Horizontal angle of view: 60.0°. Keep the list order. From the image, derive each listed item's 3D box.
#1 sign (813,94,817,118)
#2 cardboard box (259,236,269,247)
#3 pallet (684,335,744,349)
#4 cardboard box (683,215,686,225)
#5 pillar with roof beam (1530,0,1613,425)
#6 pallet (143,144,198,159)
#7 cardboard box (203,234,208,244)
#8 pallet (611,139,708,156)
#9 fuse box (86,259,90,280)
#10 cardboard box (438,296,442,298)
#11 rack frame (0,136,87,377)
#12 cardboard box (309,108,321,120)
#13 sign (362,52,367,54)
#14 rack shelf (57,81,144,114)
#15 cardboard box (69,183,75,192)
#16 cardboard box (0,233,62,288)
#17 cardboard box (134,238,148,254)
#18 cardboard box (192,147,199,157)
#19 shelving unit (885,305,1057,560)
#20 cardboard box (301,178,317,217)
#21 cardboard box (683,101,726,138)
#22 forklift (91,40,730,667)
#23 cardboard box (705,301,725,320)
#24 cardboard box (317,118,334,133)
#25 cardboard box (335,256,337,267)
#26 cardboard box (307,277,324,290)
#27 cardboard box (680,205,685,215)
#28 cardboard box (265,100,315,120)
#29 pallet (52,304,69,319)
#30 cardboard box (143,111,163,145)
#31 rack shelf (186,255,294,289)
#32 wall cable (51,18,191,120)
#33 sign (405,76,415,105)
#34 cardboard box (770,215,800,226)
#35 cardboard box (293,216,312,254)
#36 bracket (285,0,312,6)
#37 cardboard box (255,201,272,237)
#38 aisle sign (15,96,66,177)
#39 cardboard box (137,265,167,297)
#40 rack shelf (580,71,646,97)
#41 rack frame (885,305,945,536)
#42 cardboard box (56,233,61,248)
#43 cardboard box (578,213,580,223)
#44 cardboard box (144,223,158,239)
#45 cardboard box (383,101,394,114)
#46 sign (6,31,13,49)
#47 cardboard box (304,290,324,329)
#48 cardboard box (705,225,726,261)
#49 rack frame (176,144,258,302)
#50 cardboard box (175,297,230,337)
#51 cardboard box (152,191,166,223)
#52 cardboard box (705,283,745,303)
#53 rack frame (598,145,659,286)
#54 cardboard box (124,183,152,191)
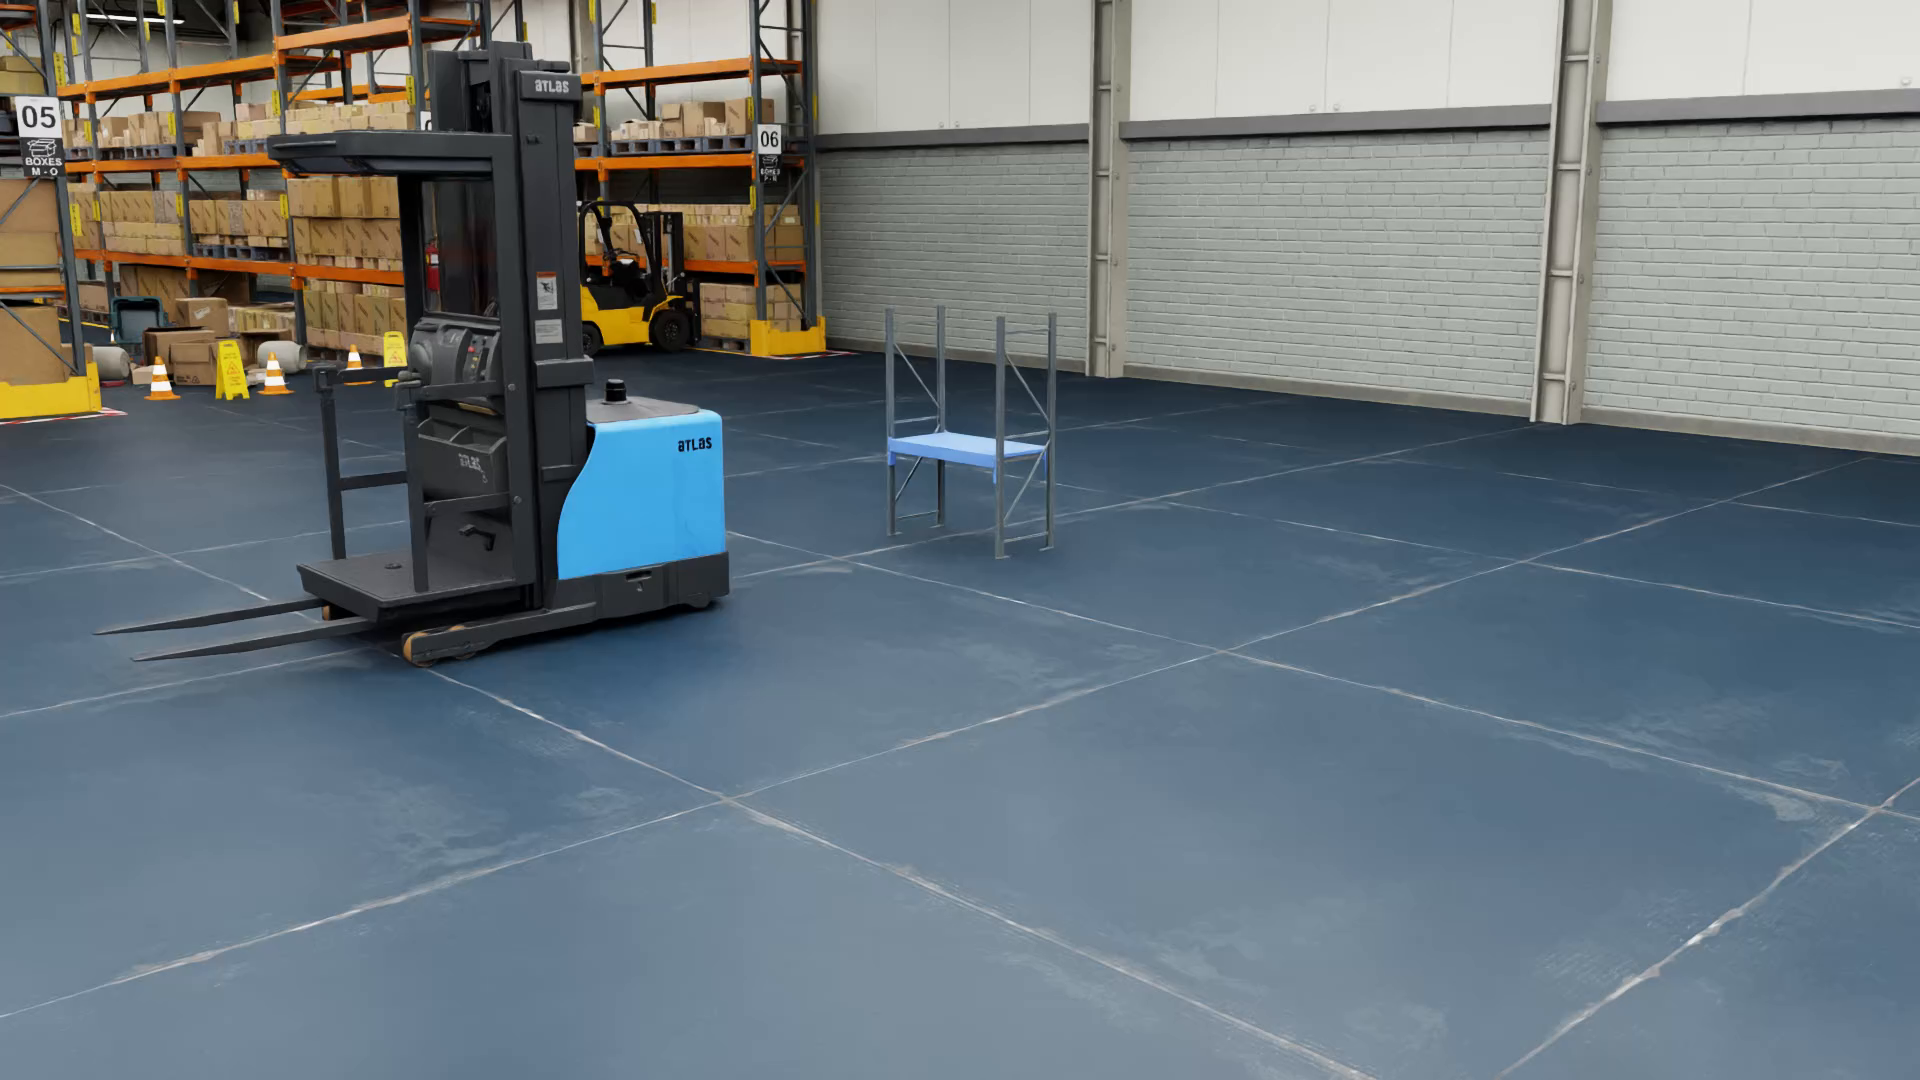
[{"bbox_3d":[-2.086,-6.191,23.731,0.100,0.325,0.005,-11,16,-43],"label":"sign"},{"bbox_3d":[-9.769,-4.263,23.750,0.380,0.149,0.250,-11,16,-43],"label":"cardboard box"},{"bbox_3d":[-3.888,-3.096,25.417,1.003,0.211,1.213,-11,16,-43],"label":"pallet"},{"bbox_3d":[-3.944,-4.789,24.869,0.380,0.149,0.250,-11,16,-43],"label":"cardboard box"},{"bbox_3d":[2.853,-4.993,12.844,9.100,9.000,0.400,-11,16,-43],"label":"pillar with roof beam"},{"bbox_3d":[-12.086,-6.117,26.202,1.213,0.211,1.003,-10,15,-40],"label":"pallet"},{"bbox_3d":[-11.342,-4.617,25.470,0.250,0.149,0.380,11,16,42],"label":"cardboard box"},{"bbox_3d":[-4.646,-6.067,25.712,1.003,0.211,1.213,-11,16,-43],"label":"pallet"},{"bbox_3d":[-19.419,-6.281,37.159,0.539,1.711,0.414,-11,16,-43],"label":"fuse box"},{"bbox_3d":[-6.453,-2.872,21.333,0.500,0.500,0.500,11,16,43],"label":"cardboard box"},{"bbox_3d":[-9.589,-2.782,16.979,1.000,3.000,0.127,-11,16,-43],"label":"rack frame"},{"bbox_3d":[-8.321,-5.599,21.869,0.380,0.149,0.250,-11,16,-43],"label":"cardboard box"},{"bbox_3d":[-11.183,-9.291,31.198,0.100,0.325,0.005,-11,16,-43],"label":"sign"},{"bbox_3d":[-15.747,-7.919,29.823,1.077,0.370,4.000,-11,16,-43],"label":"rack shelf"},{"bbox_3d":[-15.646,-6.290,29.674,0.380,0.149,0.250,-11,16,-44],"label":"cardboard box"},{"bbox_3d":[-9.878,-2.903,17.196,0.875,0.550,0.550,-11,16,-43],"label":"cardboard box"},{"bbox_3d":[-13.213,-4.836,27.324,0.500,0.250,0.500,-11,16,-43],"label":"cardboard box"},{"bbox_3d":[-11.509,-5.930,25.450,0.380,0.149,0.250,-11,16,-43],"label":"cardboard box"},{"bbox_3d":[0.059,-0.722,10.700,0.538,1.500,1.048,-11,16,-43],"label":"shelving unit"},{"bbox_3d":[-8.357,-4.582,22.256,0.700,0.500,0.500,-11,16,-42],"label":"cardboard box"},{"bbox_3d":[-3.608,-6.145,24.335,0.700,0.500,0.500,-11,16,-42],"label":"cardboard box"},{"bbox_3d":[-2.700,-0.946,8.239,3.031,2.935,1.130,-10,15,-41],"label":"forklift"},{"bbox_3d":[-3.392,-3.384,24.439,0.500,0.250,0.500,-11,16,-43],"label":"cardboard box"},{"bbox_3d":[-8.036,-5.360,21.695,0.500,0.250,0.500,-11,16,-42],"label":"cardboard box"},{"bbox_3d":[-8.086,-3.717,22.140,0.380,0.149,0.250,-11,16,-43],"label":"cardboard box"},{"bbox_3d":[-13.187,-5.394,34.805,0.637,0.503,0.797,11,16,43],"label":"cardboard box"},{"bbox_3d":[-3.955,-4.937,24.847,0.380,0.149,0.250,-11,16,-42],"label":"cardboard box"},{"bbox_3d":[-9.333,-5.983,23.176,0.500,0.250,0.500,-10,16,-41],"label":"cardboard box"},{"bbox_3d":[-16.519,-4.350,31.501,1.003,0.211,1.213,-11,16,-43],"label":"pallet"},{"bbox_3d":[-12.424,-6.495,26.283,0.500,0.500,0.700,11,16,42],"label":"cardboard box"},{"bbox_3d":[-10.222,-4.009,24.721,1.077,0.370,4.000,-11,16,-43],"label":"rack shelf"},{"bbox_3d":[-18.673,-10.056,37.327,2.988,3.039,0.133,-11,16,-43],"label":"wall cable"},{"bbox_3d":[-6.494,-5.314,19.645,0.100,0.325,0.005,-11,16,-43],"label":"sign"},{"bbox_3d":[-2.538,-4.631,24.099,0.250,0.149,0.380,11,16,44],"label":"cardboard box"},{"bbox_3d":[-8.739,-4.161,22.692,0.500,0.500,0.500,-11,16,-43],"label":"cardboard box"},{"bbox_3d":[-12.930,-11.245,34.272,0.076,0.066,4.783,-11,16,-43],"label":"bracket"},{"bbox_3d":[-9.669,-4.578,23.672,0.500,0.500,0.500,-11,16,-42],"label":"cardboard box"},{"bbox_3d":[-9.323,-4.086,16.869,0.394,0.787,0.004,-11,16,-43],"label":"aisle sign"},{"bbox_3d":[-13.250,-4.192,28.051,0.875,0.875,0.875,-10,15,-41],"label":"cardboard box"},{"bbox_3d":[-6.635,-7.444,27.516,1.077,0.370,4.000,-11,16,-43],"label":"rack shelf"},{"bbox_3d":[-0.292,-0.796,11.060,0.500,1.500,0.032,-11,16,-43],"label":"rack frame"},{"bbox_3d":[-16.296,-5.613,30.476,0.500,0.500,0.500,-11,16,-43],"label":"cardboard box"},{"bbox_3d":[-5.972,-5.226,26.988,0.380,0.149,0.250,-11,16,-43],"label":"cardboard box"},{"bbox_3d":[-12.847,-5.007,26.911,0.500,0.250,0.500,11,16,44],"label":"cardboard box"},{"bbox_3d":[-6.866,-5.309,20.458,0.380,0.149,0.250,-11,16,-43],"label":"cardboard box"},{"bbox_3d":[-17.534,-9.218,30.646,0.100,0.325,0.005,-11,16,-43],"label":"sign"},{"bbox_3d":[-8.629,-3.172,22.791,0.500,0.500,0.500,-10,15,-40],"label":"cardboard box"},{"bbox_3d":[-3.373,-4.340,24.293,0.500,0.500,0.500,-10,15,-41],"label":"cardboard box"},{"bbox_3d":[-11.603,-4.654,26.066,1.000,3.000,0.127,-11,16,-43],"label":"rack frame"},{"bbox_3d":[-10.108,-2.964,22.183,0.500,0.500,0.500,-11,16,-43],"label":"cardboard box"},{"bbox_3d":[-12.510,-5.305,26.502,0.500,0.500,0.500,-11,16,-42],"label":"cardboard box"},{"bbox_3d":[-3.392,-3.624,24.366,0.500,0.250,0.500,-11,16,-42],"label":"cardboard box"},{"bbox_3d":[-5.254,-4.762,26.592,1.000,3.000,0.127,-11,16,-43],"label":"rack frame"},{"bbox_3d":[-14.396,-6.176,29.122,0.380,0.149,0.250,-11,16,-43],"label":"cardboard box"}]
